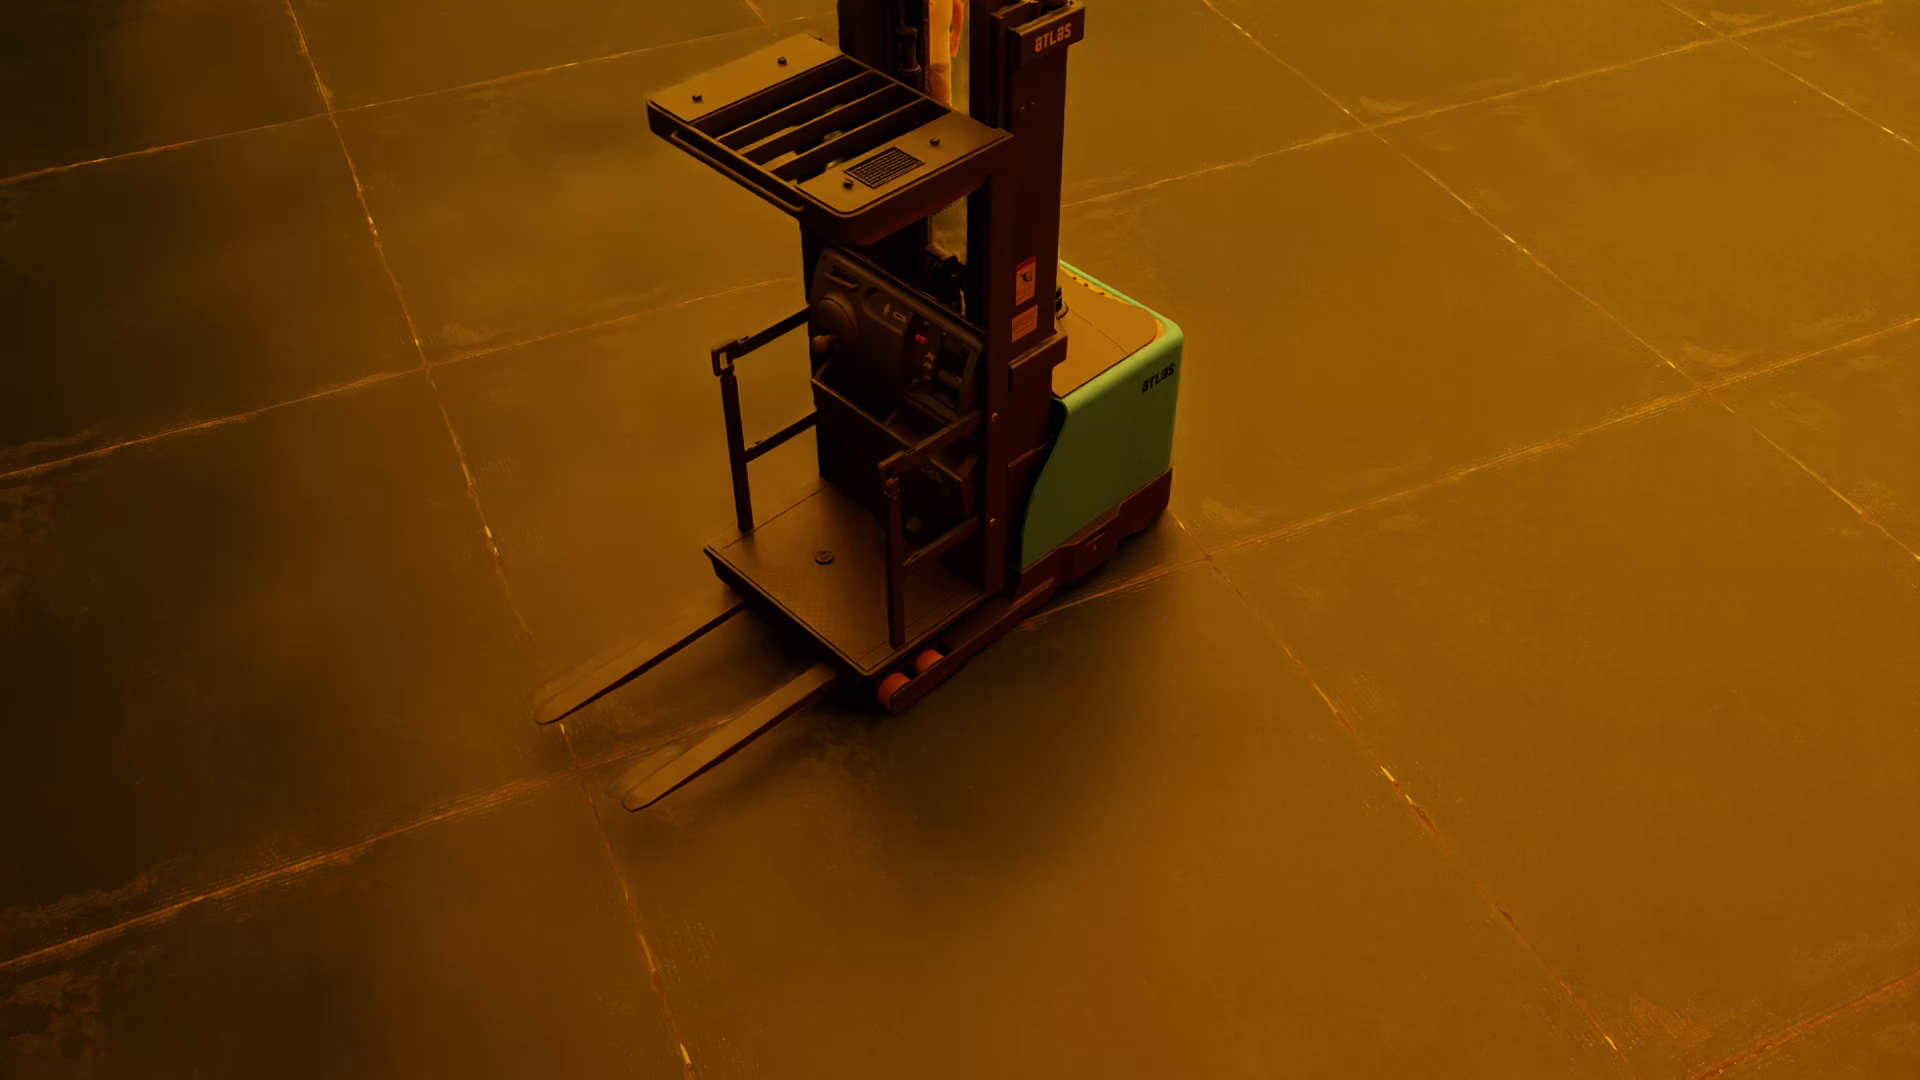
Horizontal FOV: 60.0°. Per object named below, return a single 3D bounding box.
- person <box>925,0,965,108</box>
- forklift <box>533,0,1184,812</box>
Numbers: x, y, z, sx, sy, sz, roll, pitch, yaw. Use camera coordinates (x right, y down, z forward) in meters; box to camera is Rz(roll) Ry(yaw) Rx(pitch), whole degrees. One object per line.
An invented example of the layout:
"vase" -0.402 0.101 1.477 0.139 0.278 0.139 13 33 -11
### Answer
"person" -0.243 -2.838 9.630 0.549 1.673 0.548 -18 46 -19
"forklift" -0.413 -0.747 6.481 3.031 2.935 1.130 -34 52 -31
